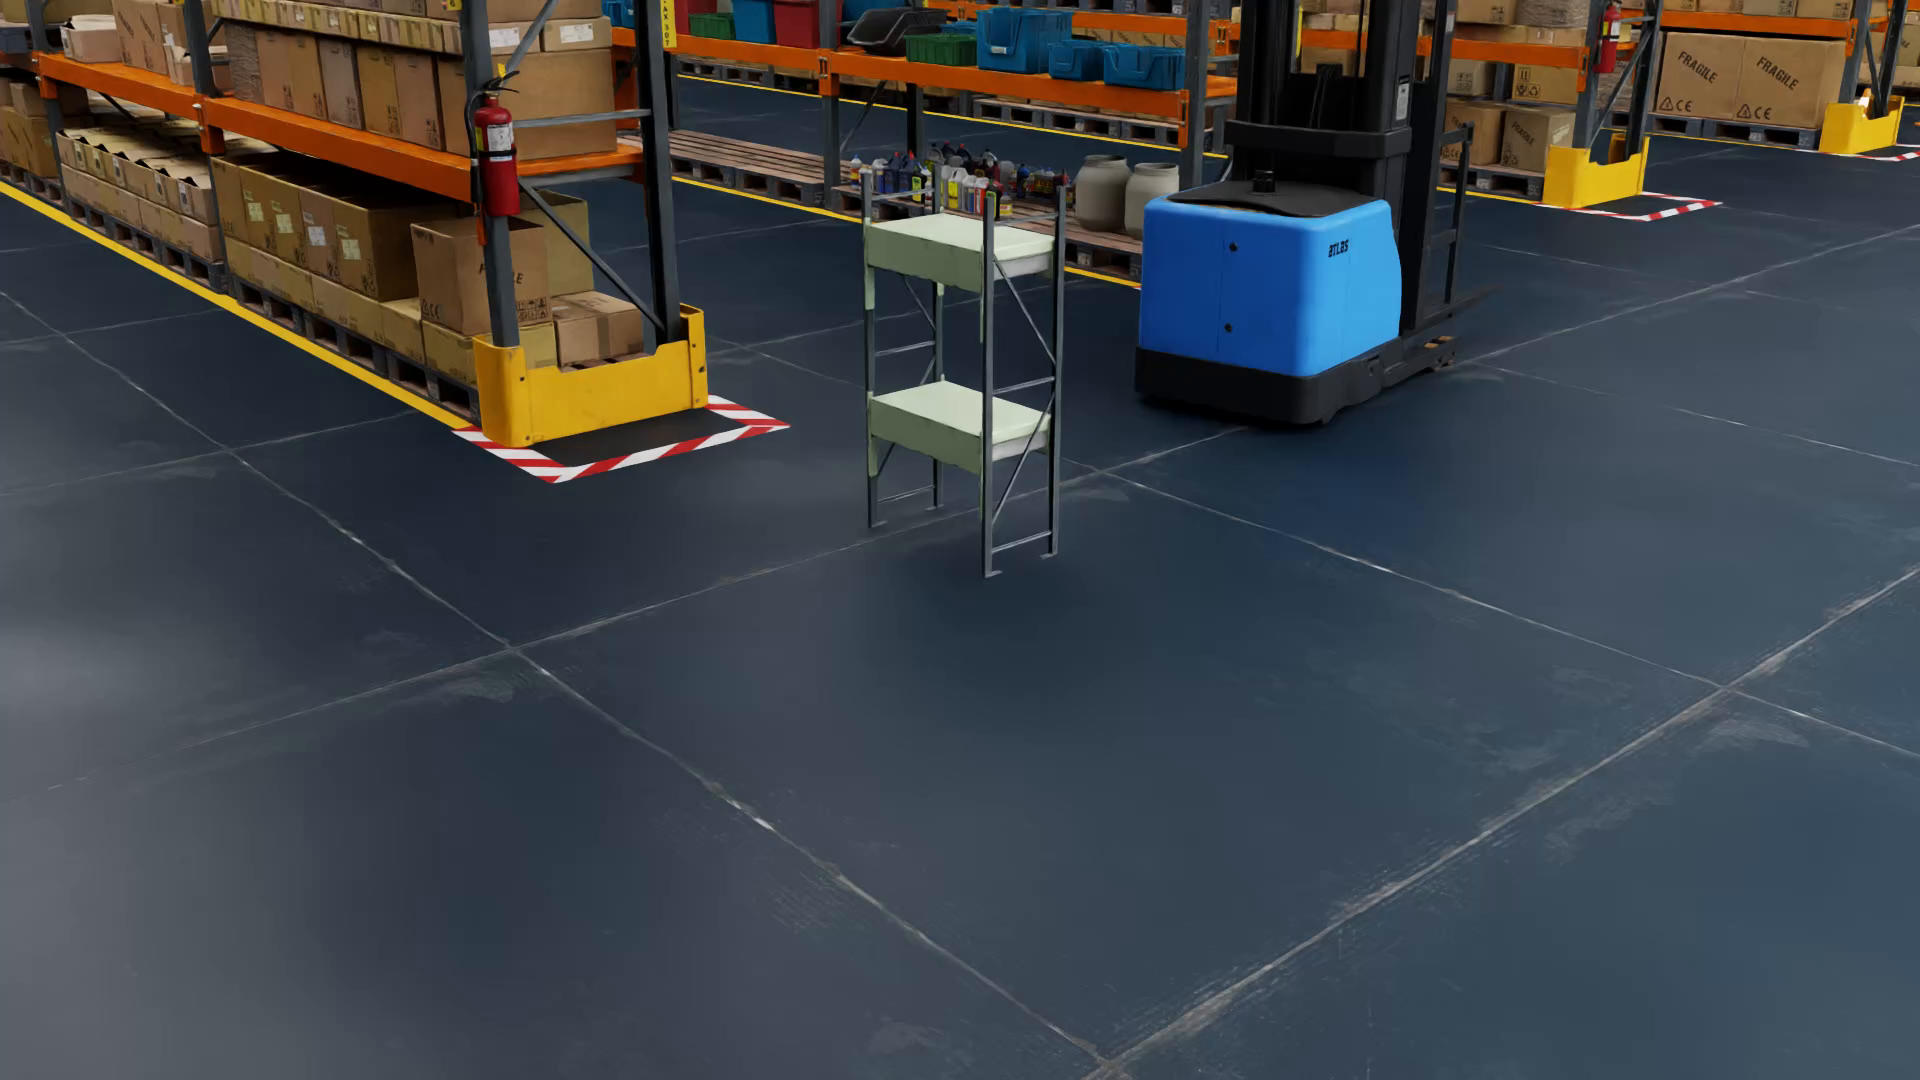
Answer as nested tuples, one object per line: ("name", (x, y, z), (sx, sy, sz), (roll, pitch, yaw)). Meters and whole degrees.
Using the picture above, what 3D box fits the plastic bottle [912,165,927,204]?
("plastic bottle", (-0.323, -2.824, 13.204), (0.061, 0.283, 0.133), (-16, 26, -35))

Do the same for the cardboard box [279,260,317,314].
("cardboard box", (-3.772, -1.572, 10.079), (0.500, 0.250, 0.500), (-17, 27, -37))

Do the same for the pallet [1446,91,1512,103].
("pallet", (6.280, -5.543, 20.846), (1.003, 0.211, 1.213), (-17, 27, -37))

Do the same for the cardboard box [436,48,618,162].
("cardboard box", (-2.174, -2.209, 8.374), (0.700, 0.500, 0.500), (-17, 27, -37))

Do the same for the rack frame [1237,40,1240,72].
("rack frame", (4.230, -7.751, 22.660), (1.000, 3.000, 0.127), (-17, 27, -37))

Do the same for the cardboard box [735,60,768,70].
("cardboard box", (-2.575, -7.111, 23.364), (0.875, 0.875, 0.875), (-17, 27, -37))

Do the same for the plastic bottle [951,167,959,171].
("plastic bottle", (-0.026, -2.801, 13.155), (0.152, 0.276, 0.135), (-17, 27, -37))

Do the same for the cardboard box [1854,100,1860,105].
("cardboard box", (10.750, -5.301, 20.313), (0.380, 0.149, 0.250), (-4, 22, -10))

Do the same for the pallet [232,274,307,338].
("pallet", (-4.003, -1.608, 10.799), (1.003, 0.211, 1.213), (-17, 27, -37))

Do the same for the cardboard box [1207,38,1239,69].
("cardboard box", (3.602, -6.902, 23.345), (0.500, 0.500, 0.500), (-18, 27, -38))

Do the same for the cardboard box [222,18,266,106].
("cardboard box", (-4.195, -3.061, 10.550), (0.700, 0.500, 0.500), (-18, 28, -39))

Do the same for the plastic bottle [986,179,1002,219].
("plastic bottle", (0.255, -2.580, 12.579), (0.061, 0.283, 0.133), (-17, 27, -36))

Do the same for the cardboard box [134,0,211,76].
("cardboard box", (-5.650, -3.682, 12.135), (0.500, 0.500, 0.500), (-17, 27, -37))

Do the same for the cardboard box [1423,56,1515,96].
("cardboard box", (6.367, -5.944, 20.556), (1.050, 0.750, 0.750), (-18, 27, -38))

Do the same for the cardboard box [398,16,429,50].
("cardboard box", (-2.612, -2.582, 8.437), (0.380, 0.149, 0.250), (-18, 28, -38))

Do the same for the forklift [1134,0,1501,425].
("forklift", (2.223, -2.412, 9.122), (1.130, 2.935, 3.031), (16, 26, 35))

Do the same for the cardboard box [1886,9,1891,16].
("cardboard box", (11.792, -6.702, 21.258), (0.380, 0.149, 0.250), (-16, 27, -35))

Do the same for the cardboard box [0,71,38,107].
("cardboard box", (-8.600, -4.130, 15.211), (0.500, 0.250, 0.500), (-18, 28, -38))

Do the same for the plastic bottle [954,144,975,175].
("plastic bottle", (0.029, -3.123, 13.873), (0.144, 0.351, 0.185), (-19, 28, -40))

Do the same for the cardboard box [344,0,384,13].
("cardboard box", (-2.886, -3.111, 8.898), (0.700, 0.500, 0.500), (-17, 27, -37))

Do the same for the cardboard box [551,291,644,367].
("cardboard box", (-2.060, -1.147, 8.994), (0.500, 0.250, 0.500), (-17, 27, -37))

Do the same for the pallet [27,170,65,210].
("pallet", (-7.560, -3.158, 14.757), (1.003, 0.211, 1.213), (-17, 27, -37))

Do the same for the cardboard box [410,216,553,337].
("cardboard box", (-2.454, -1.372, 8.541), (0.500, 0.500, 0.500), (-17, 27, -37))

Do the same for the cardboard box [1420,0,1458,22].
("cardboard box", (4.579, -4.989, 15.065), (0.875, 0.500, 0.500), (-17, 27, -37))

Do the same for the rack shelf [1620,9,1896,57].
("rack shelf", (8.146, -5.758, 18.559), (1.077, 0.370, 4.000), (-17, 27, -37))

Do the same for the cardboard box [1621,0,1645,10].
("cardboard box", (7.730, -6.293, 18.732), (0.875, 0.550, 0.550), (-17, 27, -37))

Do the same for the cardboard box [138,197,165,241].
("cardboard box", (-5.643, -2.378, 12.137), (0.500, 0.250, 0.500), (-17, 27, -36))

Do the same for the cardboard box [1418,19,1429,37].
("cardboard box", (4.227, -4.690, 15.189), (0.380, 0.149, 0.250), (-17, 27, -37))

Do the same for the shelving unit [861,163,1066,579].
("shelving unit", (0.004, -0.697, 6.706), (0.431, 1.500, 0.755), (-17, 27, -37))

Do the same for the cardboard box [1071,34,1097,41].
("cardboard box", (1.220, -5.666, 19.133), (0.500, 0.250, 0.500), (-14, 25, -32))

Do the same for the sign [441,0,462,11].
("sign", (-2.299, -2.555, 7.481), (0.100, 0.325, 0.005), (-17, 27, -37))

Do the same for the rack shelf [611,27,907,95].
("rack shelf", (-2.040, -4.531, 15.427), (1.077, 0.370, 4.000), (-17, 27, -37))

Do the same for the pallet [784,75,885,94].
("pallet", (-1.644, -6.210, 22.549), (1.003, 0.211, 1.213), (-17, 27, -37))

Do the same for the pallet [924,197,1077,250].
("pallet", (0.472, -2.483, 13.033), (1.003, 0.211, 1.213), (-17, 27, -37))

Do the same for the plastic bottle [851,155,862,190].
("plastic bottle", (-0.859, -3.056, 13.811), (0.097, 0.271, 0.097), (0, 21, 0))

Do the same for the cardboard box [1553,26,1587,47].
("cardboard box", (5.286, -4.300, 14.195), (0.380, 0.149, 0.250), (-17, 27, -37))

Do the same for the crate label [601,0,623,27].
("crate label", (-3.355, -5.135, 16.212), (0.303, 0.233, 0.416), (-17, 27, -37))

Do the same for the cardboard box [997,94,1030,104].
("cardboard box", (0.859, -5.459, 19.632), (0.700, 0.500, 0.500), (-19, 28, -40))

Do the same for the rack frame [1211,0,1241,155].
("rack frame", (3.017, -5.493, 16.895), (1.000, 3.000, 0.127), (-17, 27, -37))

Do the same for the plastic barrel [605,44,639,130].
("plastic barrel", (-3.678, -4.735, 17.361), (0.600, 0.830, 0.708), (-17, 27, -37))

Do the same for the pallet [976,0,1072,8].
("pallet", (0.952, -6.337, 19.314), (1.213, 0.211, 1.003), (-17, 27, -37))

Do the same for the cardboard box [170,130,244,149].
("cardboard box", (-5.901, -3.049, 13.081), (0.500, 0.311, 0.500), (-18, 27, -38))

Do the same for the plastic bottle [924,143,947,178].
("plastic bottle", (-0.205, -3.142, 13.921), (0.144, 0.351, 0.185), (-17, 27, -37))

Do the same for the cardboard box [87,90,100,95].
("cardboard box", (-8.529, -4.042, 16.014), (0.500, 0.500, 0.500), (-17, 27, -37))

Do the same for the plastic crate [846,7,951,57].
("plastic crate", (-0.490, -4.110, 13.450), (0.767, 0.338, 0.504), (-17, 27, -37))

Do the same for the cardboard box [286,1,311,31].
("cardboard box", (-3.617, -3.009, 9.527), (0.380, 0.149, 0.250), (-18, 28, -39))

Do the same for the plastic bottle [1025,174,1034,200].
("plastic bottle", (0.575, -2.835, 13.344), (0.097, 0.201, 0.097), (0, 21, 0))

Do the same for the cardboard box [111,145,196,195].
("cardboard box", (-5.965, -2.776, 12.384), (0.500, 0.311, 0.500), (-18, 28, -38))

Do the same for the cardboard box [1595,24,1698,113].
("cardboard box", (7.790, -5.413, 19.030), (0.875, 0.875, 0.875), (-17, 27, -37))
